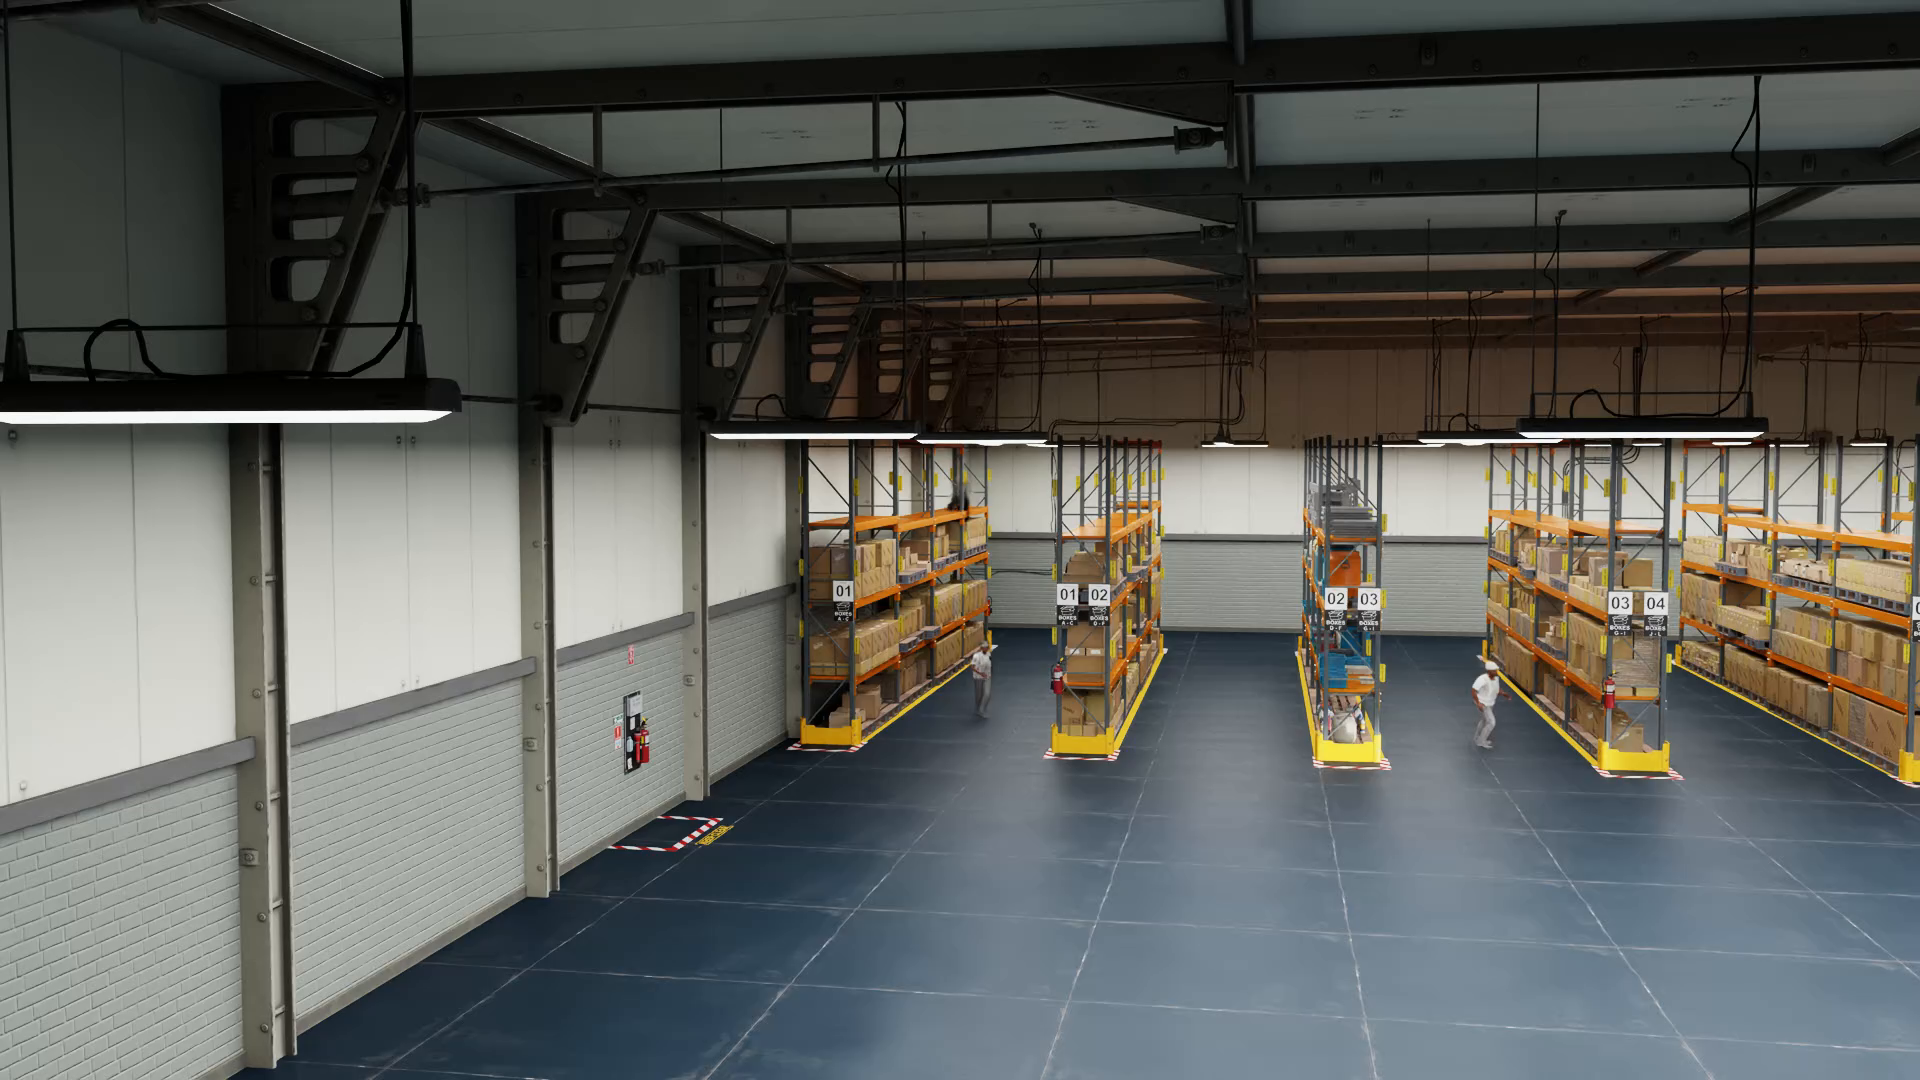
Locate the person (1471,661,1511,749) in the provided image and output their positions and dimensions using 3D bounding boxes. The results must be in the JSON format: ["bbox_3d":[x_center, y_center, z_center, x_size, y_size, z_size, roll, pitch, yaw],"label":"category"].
[{"bbox_3d":[10.175,3.164,32.005,0.723,1.700,0.793,-3,4,-45],"label":"person"}]

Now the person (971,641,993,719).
[{"bbox_3d":[0.432,2.969,35.745,0.552,1.665,0.786,-1,3,-21],"label":"person"}]
